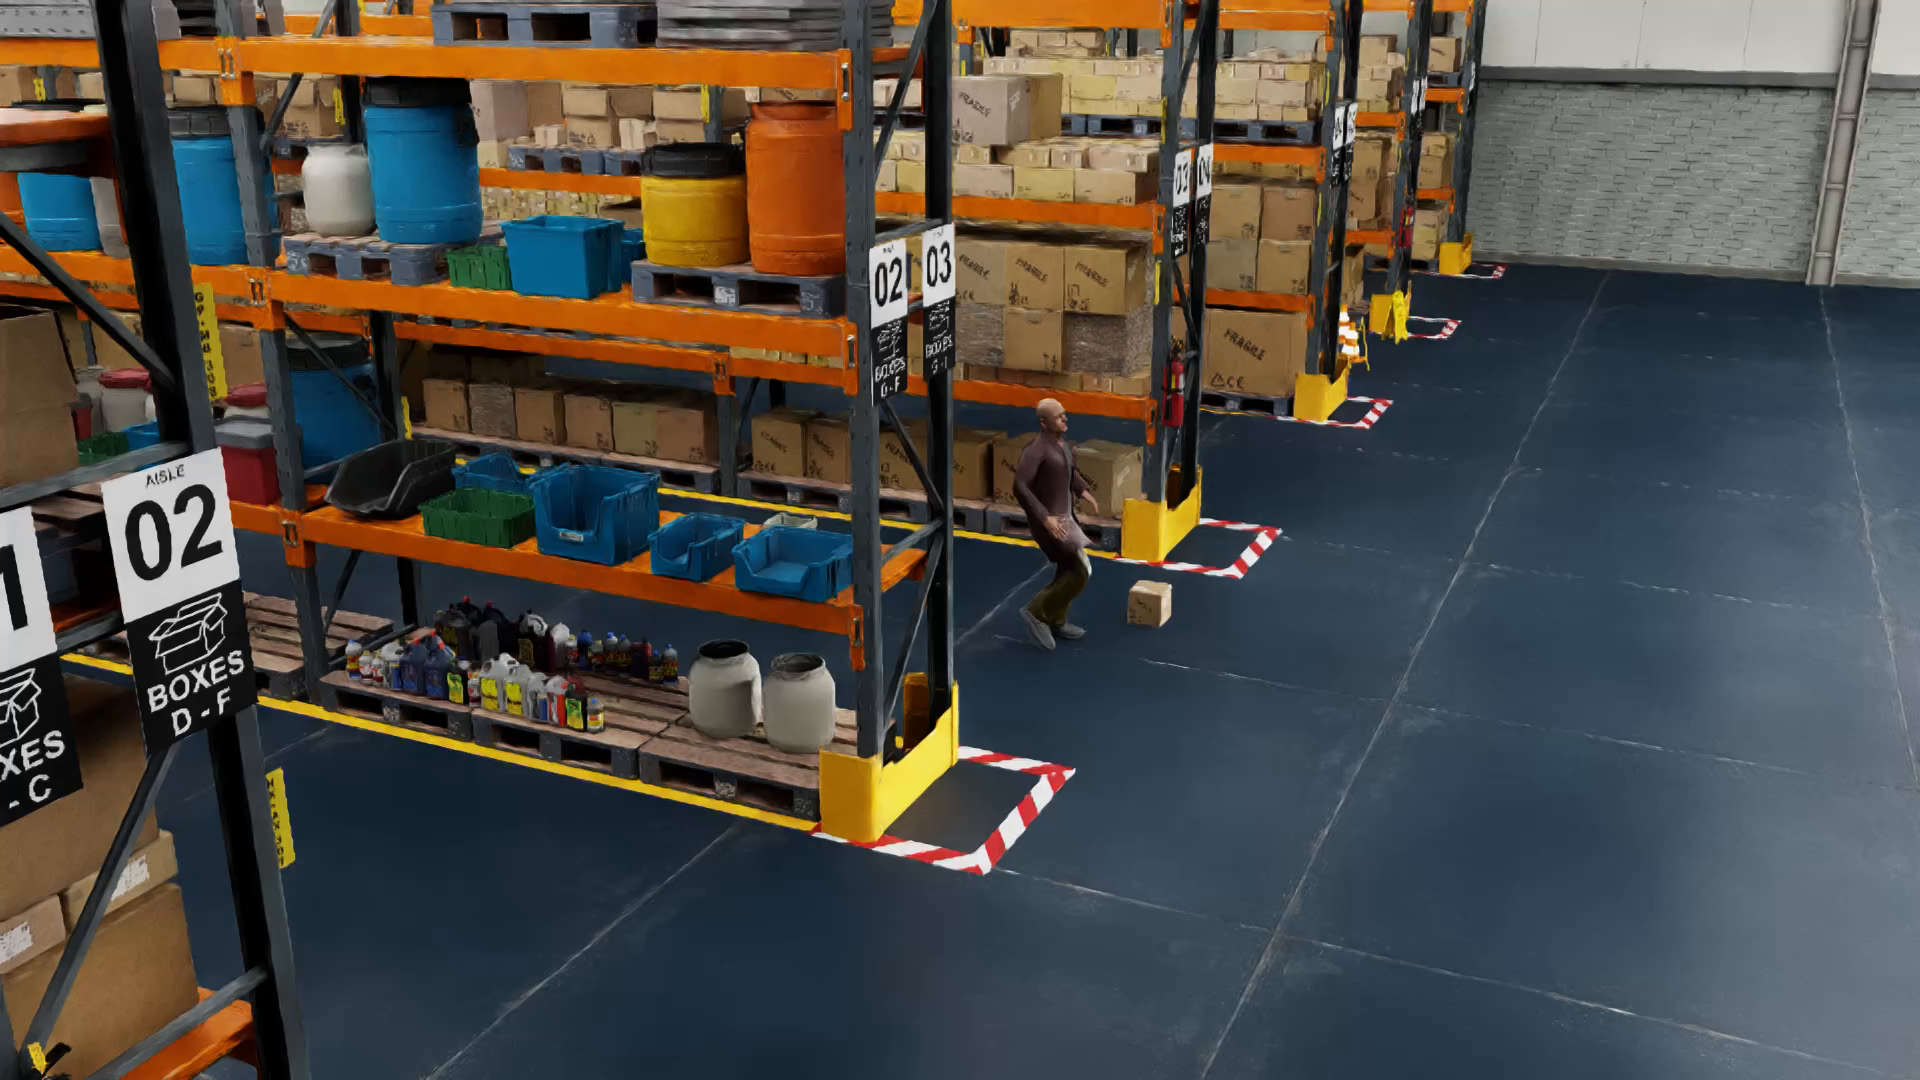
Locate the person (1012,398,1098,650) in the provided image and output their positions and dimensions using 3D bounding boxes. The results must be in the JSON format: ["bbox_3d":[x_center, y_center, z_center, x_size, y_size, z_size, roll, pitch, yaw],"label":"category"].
[{"bbox_3d":[0.683,-0.134,11.536,0.530,1.744,0.766,5,19,14],"label":"person"}]
